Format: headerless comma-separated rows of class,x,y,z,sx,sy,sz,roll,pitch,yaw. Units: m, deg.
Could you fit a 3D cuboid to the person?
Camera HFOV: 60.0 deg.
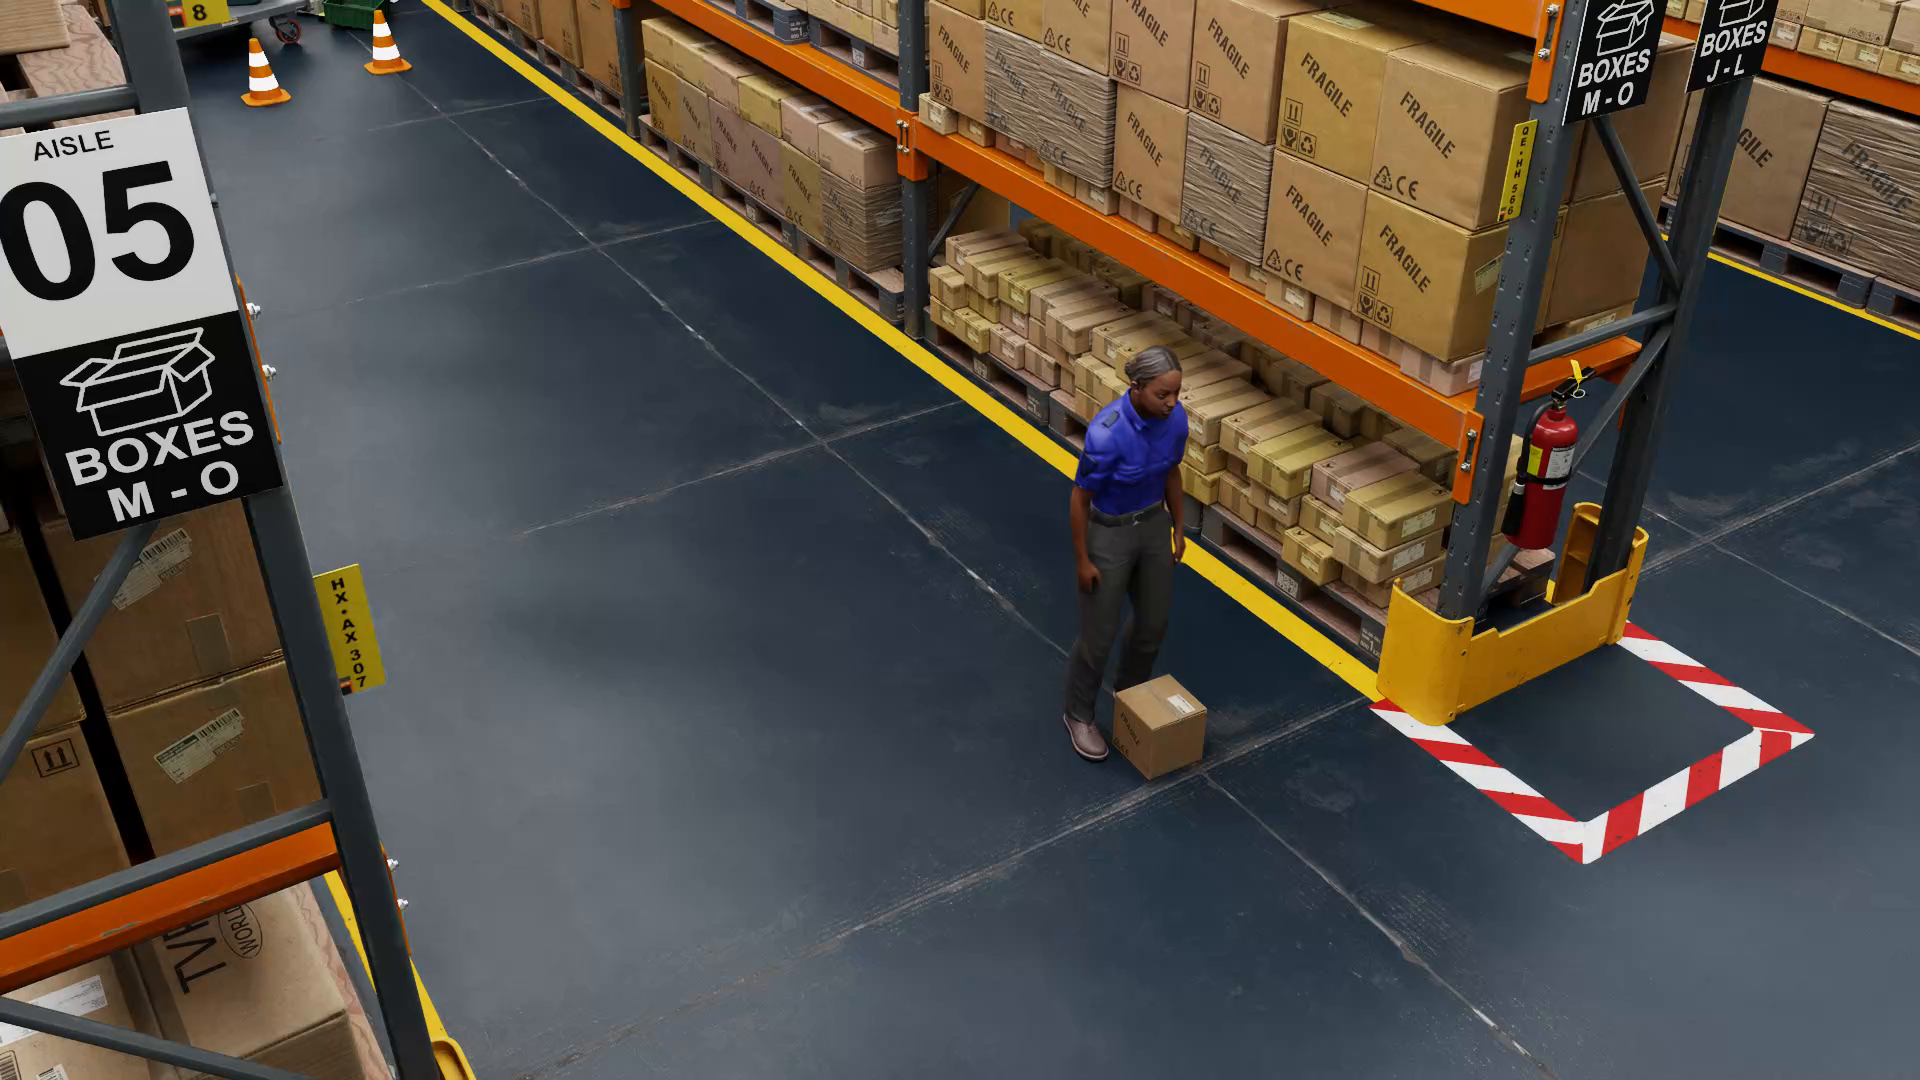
person,0.619,0.017,6.117,0.504,1.654,0.349,-19,37,-27
